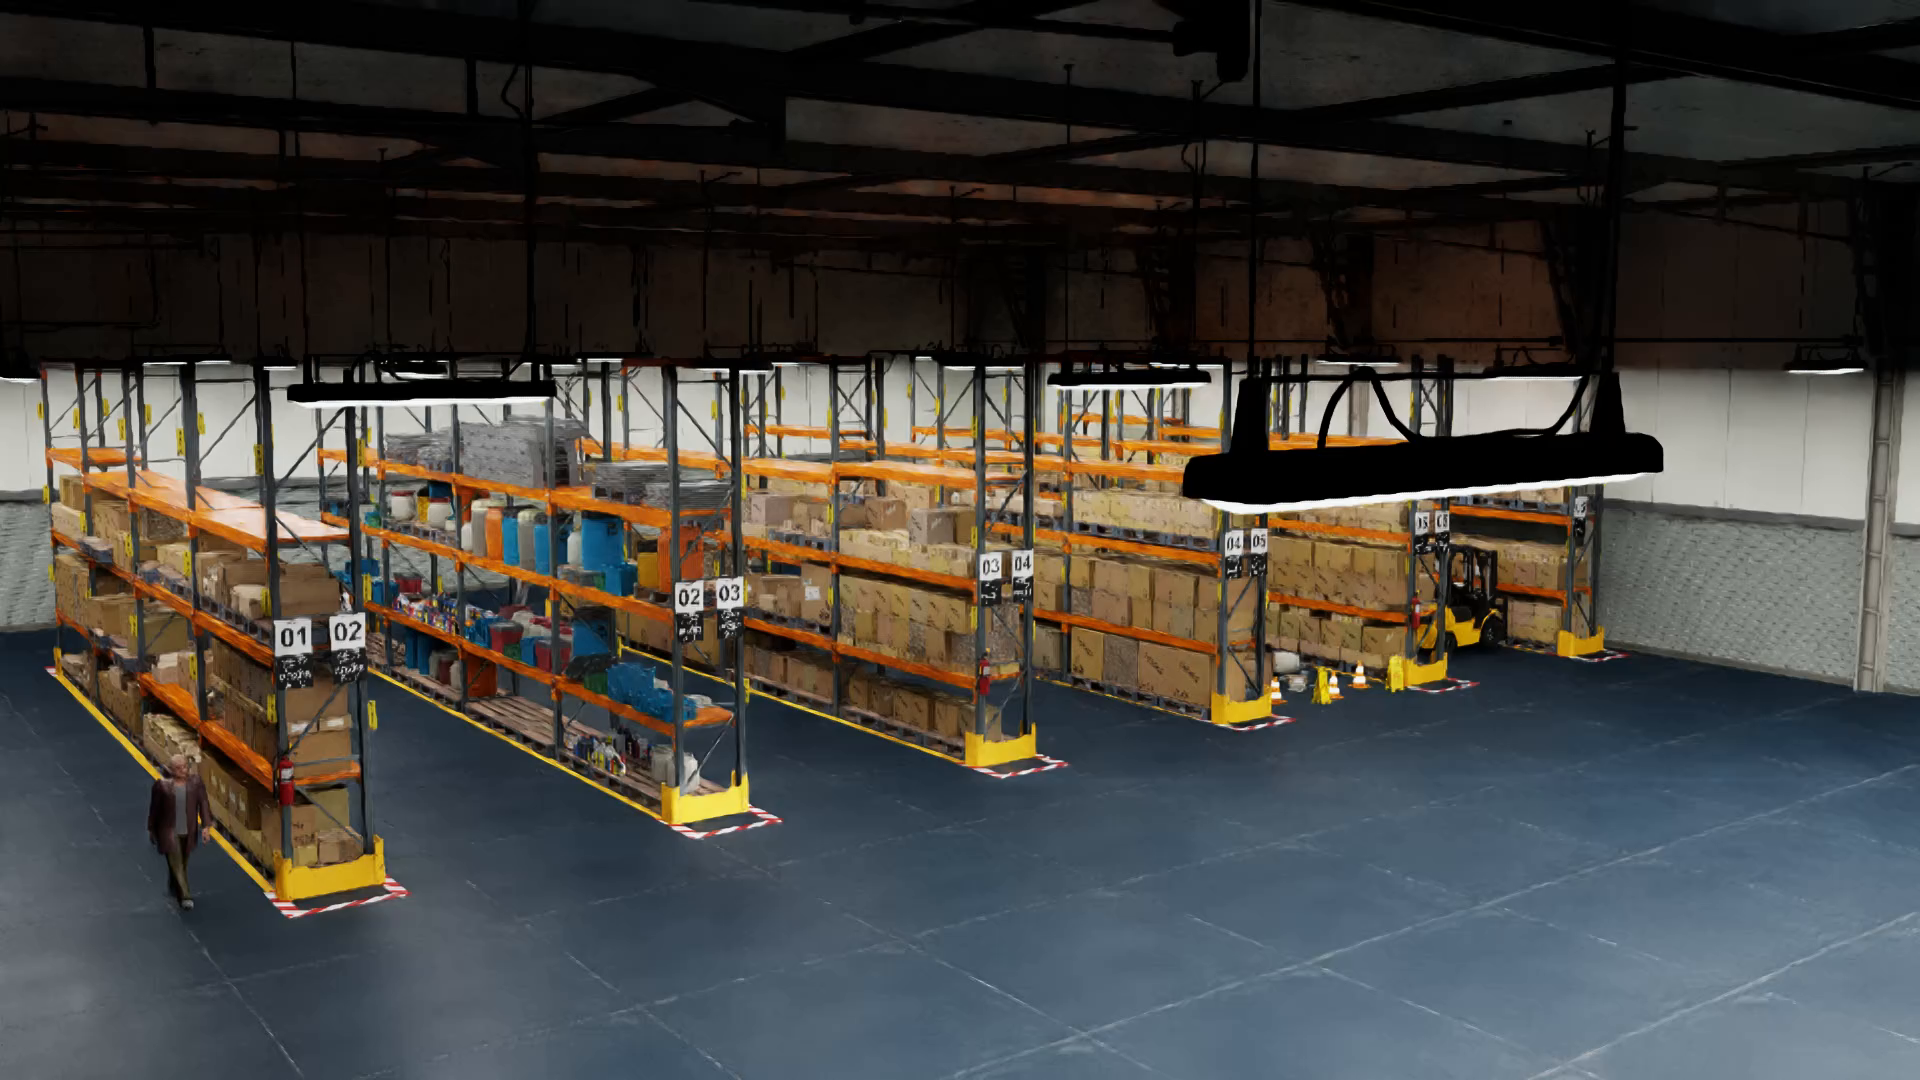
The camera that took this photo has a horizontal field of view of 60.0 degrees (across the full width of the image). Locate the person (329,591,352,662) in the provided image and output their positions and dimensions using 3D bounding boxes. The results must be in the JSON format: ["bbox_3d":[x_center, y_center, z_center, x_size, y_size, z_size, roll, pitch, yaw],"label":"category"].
[{"bbox_3d":[-12.328,1.551,33.008,0.507,1.639,0.915,-2,7,-20],"label":"person"}]

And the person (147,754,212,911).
[{"bbox_3d":[-8.691,3.234,18.584,0.598,1.710,1.134,-6,9,-42],"label":"person"}]

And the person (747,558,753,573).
[{"bbox_3d":[-4.511,1.253,34.813,0.489,1.787,0.608,-1,7,-6],"label":"person"}]

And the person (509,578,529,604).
[{"bbox_3d":[-10.249,0.883,38.586,0.487,1.667,0.675,1,7,7],"label":"person"}]
